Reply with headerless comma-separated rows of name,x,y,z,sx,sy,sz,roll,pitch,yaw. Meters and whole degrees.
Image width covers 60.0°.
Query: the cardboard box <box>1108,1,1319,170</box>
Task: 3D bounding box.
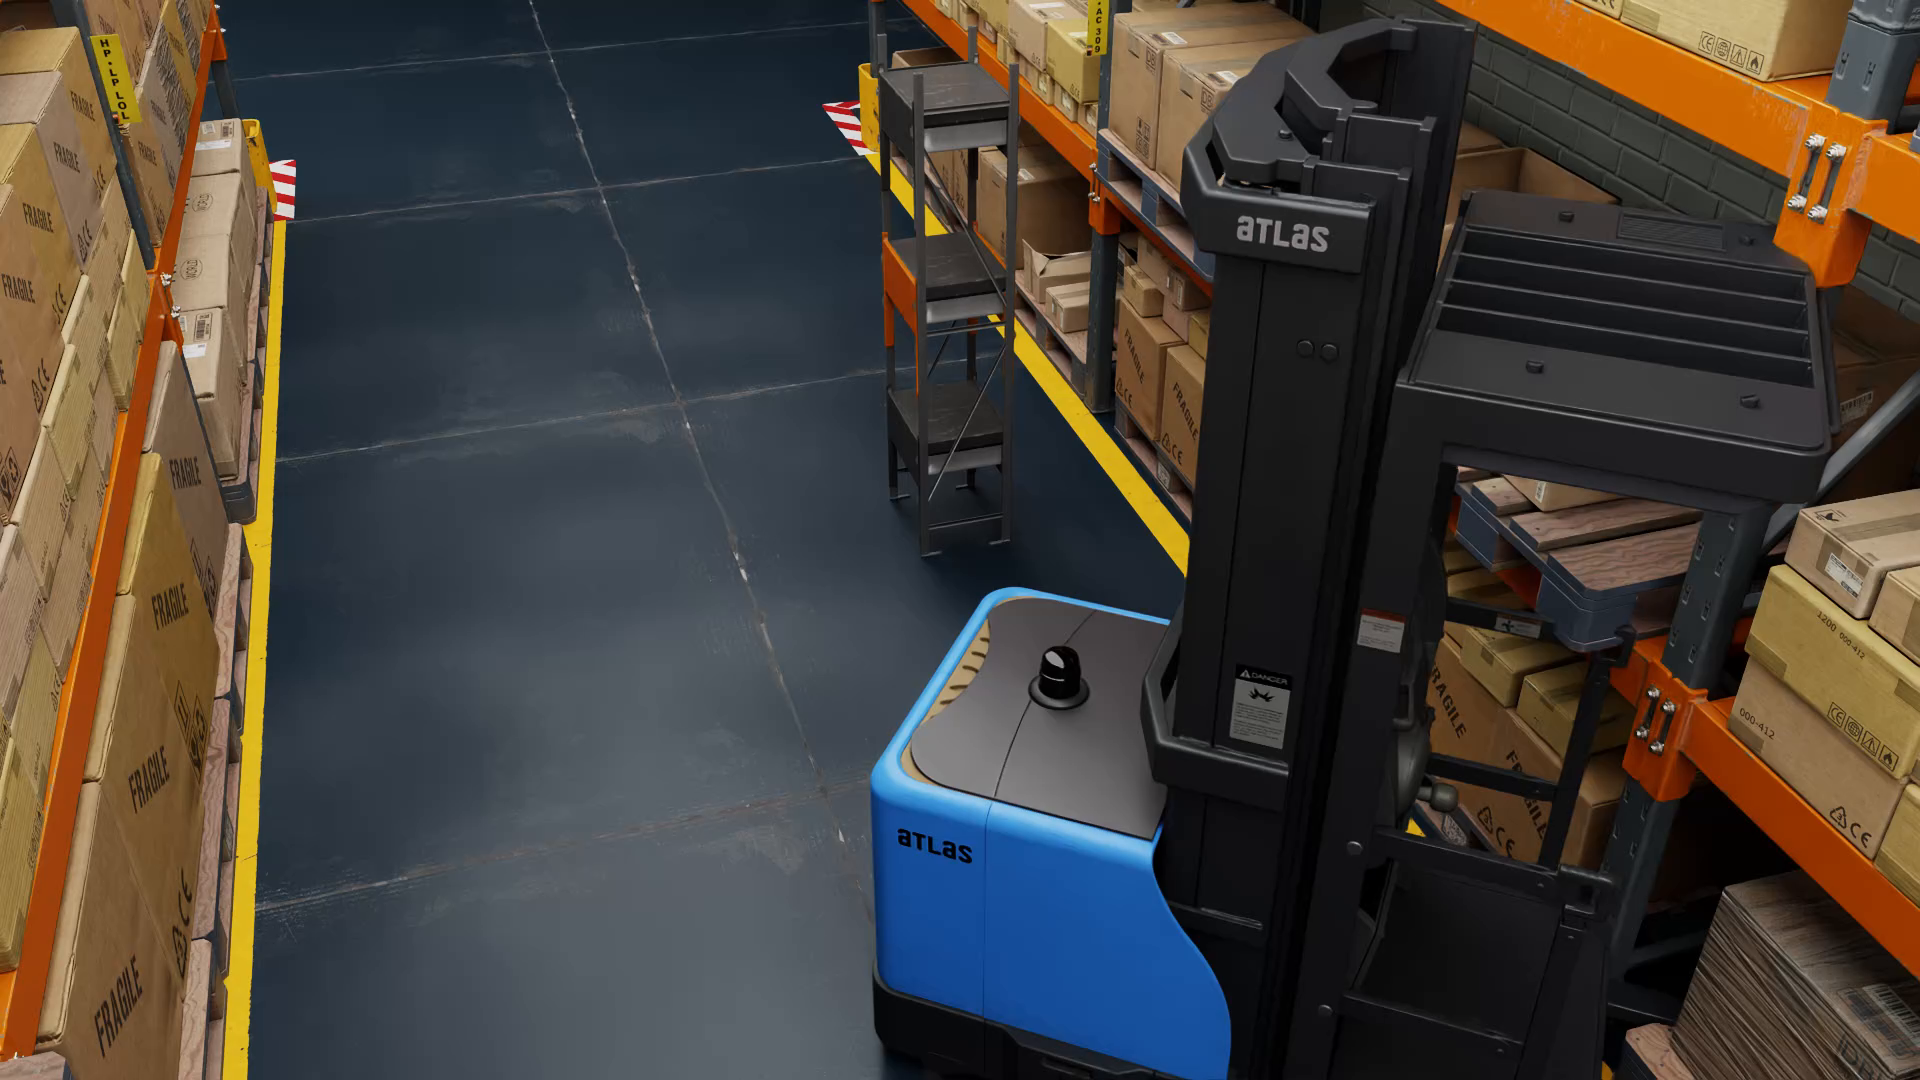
cardboard box,1.045,-1.905,6.941,0.700,0.500,0.500,-9,35,-14

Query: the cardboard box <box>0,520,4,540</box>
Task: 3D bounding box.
cardboard box,-2.473,-0.061,3.624,0.500,0.500,0.500,-10,35,-15

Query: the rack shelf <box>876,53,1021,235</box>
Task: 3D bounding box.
rack shelf,-0.050,-1.536,6.424,0.431,0.518,0.480,-10,35,-15

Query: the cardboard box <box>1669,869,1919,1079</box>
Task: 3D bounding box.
cardboard box,2.508,1.265,4.387,0.875,0.625,0.625,-9,34,-13

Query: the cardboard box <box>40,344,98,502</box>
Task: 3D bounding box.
cardboard box,-2.754,-0.301,4.667,0.500,0.250,0.500,-9,35,-14

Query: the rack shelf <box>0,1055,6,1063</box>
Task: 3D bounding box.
rack shelf,-1.785,2.307,1.690,1.077,0.370,4.000,-10,35,-15

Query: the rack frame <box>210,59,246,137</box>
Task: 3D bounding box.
rack frame,-4.836,-3.243,9.438,1.000,3.000,0.127,-10,35,-15

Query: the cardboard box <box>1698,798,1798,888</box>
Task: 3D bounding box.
cardboard box,2.469,0.719,5.327,0.500,0.500,0.500,-9,34,-13

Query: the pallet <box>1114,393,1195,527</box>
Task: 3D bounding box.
pallet,1.395,-0.396,7.658,1.003,0.211,1.213,-10,35,-15

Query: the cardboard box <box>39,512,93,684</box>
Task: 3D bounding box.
cardboard box,-2.633,0.177,4.397,0.500,0.250,0.500,-9,34,-13

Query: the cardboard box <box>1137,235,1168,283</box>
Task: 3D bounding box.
cardboard box,1.024,-1.284,7.501,0.380,0.149,0.250,-11,35,-16

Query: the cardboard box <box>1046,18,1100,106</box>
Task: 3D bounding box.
cardboard box,0.723,-2.268,7.827,0.500,0.250,0.500,-9,35,-14

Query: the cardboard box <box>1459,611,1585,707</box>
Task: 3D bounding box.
cardboard box,1.826,0.362,5.279,0.380,0.149,0.250,-12,35,-17

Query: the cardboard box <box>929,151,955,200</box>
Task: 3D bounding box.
cardboard box,0.210,-2.420,10.078,0.700,0.500,0.500,-9,34,-13

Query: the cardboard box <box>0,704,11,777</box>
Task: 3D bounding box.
cardboard box,-2.315,0.503,3.450,0.500,0.250,0.500,-10,35,-15

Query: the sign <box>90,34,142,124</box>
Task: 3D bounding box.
sign,-3.102,-1.690,6.108,0.100,0.325,0.005,-10,35,-15

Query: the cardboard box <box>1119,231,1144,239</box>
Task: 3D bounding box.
cardboard box,1.002,-1.580,9.125,0.380,0.149,0.250,-10,35,-15

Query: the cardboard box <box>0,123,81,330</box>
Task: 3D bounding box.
cardboard box,-2.939,-0.870,4.848,0.500,0.500,0.500,-9,35,-13

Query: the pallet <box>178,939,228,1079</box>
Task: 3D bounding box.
pallet,-2.564,1.694,4.496,1.003,0.211,1.213,-10,35,-15

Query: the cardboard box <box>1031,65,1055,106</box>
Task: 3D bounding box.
cardboard box,0.570,-2.266,8.186,0.380,0.149,0.250,-9,35,-13

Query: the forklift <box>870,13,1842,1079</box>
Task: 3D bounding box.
forklift,1.317,0.340,4.077,3.031,2.935,1.130,12,35,17

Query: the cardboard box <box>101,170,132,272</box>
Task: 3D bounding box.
cardboard box,-3.249,-1.099,5.874,0.500,0.250,0.500,-10,35,-15

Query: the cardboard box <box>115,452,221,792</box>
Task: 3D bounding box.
cardboard box,-3.067,0.353,5.541,0.875,0.875,0.875,-9,35,-13

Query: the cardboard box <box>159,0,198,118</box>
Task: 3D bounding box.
cardboard box,-3.961,-2.273,7.878,0.500,0.500,0.500,-9,35,-13

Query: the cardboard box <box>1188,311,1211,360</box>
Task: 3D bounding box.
cardboard box,1.214,-0.885,7.166,0.380,0.149,0.250,-12,35,-17

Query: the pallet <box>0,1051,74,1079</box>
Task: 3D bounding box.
pallet,-2.076,1.393,2.595,1.213,0.211,1.003,-10,35,-15

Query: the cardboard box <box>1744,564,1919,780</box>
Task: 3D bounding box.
cardboard box,2.210,0.252,3.830,0.500,0.250,0.500,-10,35,-15

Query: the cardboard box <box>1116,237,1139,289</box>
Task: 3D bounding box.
cardboard box,1.134,-1.420,8.736,0.500,0.311,0.500,-9,34,-13

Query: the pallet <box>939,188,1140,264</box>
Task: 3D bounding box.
pallet,0.526,-1.819,9.811,1.003,0.211,1.213,-10,35,-15

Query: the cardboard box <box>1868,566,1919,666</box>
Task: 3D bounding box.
cardboard box,2.230,0.165,3.601,0.380,0.149,0.250,-9,35,-14

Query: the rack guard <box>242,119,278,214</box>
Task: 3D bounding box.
rack guard,-4.843,-2.213,10.146,1.175,0.500,0.348,-10,35,-15

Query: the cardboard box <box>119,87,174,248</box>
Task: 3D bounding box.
cardboard box,-3.509,-1.475,6.671,0.500,0.500,0.500,-9,34,-13

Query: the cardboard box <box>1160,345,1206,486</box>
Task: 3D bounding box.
cardboard box,1.216,-0.543,7.237,0.500,0.500,0.500,-10,35,-15

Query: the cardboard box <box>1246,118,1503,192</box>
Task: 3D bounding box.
cardboard box,1.442,-1.221,5.906,0.700,0.500,0.500,-10,35,-15

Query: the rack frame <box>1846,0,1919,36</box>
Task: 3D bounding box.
rack frame,2.331,-2.383,2.693,1.000,3.000,0.127,-10,35,-15

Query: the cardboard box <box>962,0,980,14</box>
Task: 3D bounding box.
cardboard box,0.260,-3.063,9.031,0.500,0.250,0.500,-11,35,-16

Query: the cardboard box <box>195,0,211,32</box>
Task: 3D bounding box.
cardboard box,-4.436,-3.076,9.094,0.500,0.500,0.500,-10,35,-14

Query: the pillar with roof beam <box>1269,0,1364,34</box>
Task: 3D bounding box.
pillar with roof beam,-2.343,-4.276,5.559,9.100,9.000,0.400,-10,35,-15

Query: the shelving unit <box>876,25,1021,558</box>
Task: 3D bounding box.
shelving unit,-0.050,-0.963,6.803,0.431,2.100,0.503,-10,35,-15

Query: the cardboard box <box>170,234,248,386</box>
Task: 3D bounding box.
cardboard box,-3.978,-1.067,8.087,0.875,0.438,0.875,-11,35,-16

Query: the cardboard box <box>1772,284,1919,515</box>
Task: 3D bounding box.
cardboard box,2.323,-0.393,4.653,0.500,0.500,0.500,-8,34,-12

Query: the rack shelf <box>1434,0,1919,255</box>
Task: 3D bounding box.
rack shelf,1.721,-1.881,5.308,1.077,0.370,4.000,-10,35,-15

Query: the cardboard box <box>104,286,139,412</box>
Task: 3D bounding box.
cardboard box,-3.084,-0.620,5.604,0.500,0.250,0.500,-10,35,-15

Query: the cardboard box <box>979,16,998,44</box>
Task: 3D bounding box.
cardboard box,0.319,-2.813,9.014,0.380,0.149,0.250,-10,35,-15

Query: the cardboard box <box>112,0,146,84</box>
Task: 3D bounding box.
cardboard box,-3.678,-2.159,6.799,0.500,0.500,0.500,-10,35,-15

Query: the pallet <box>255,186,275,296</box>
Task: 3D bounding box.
pallet,-4.517,-1.673,9.591,1.003,0.211,1.213,-10,35,-15
